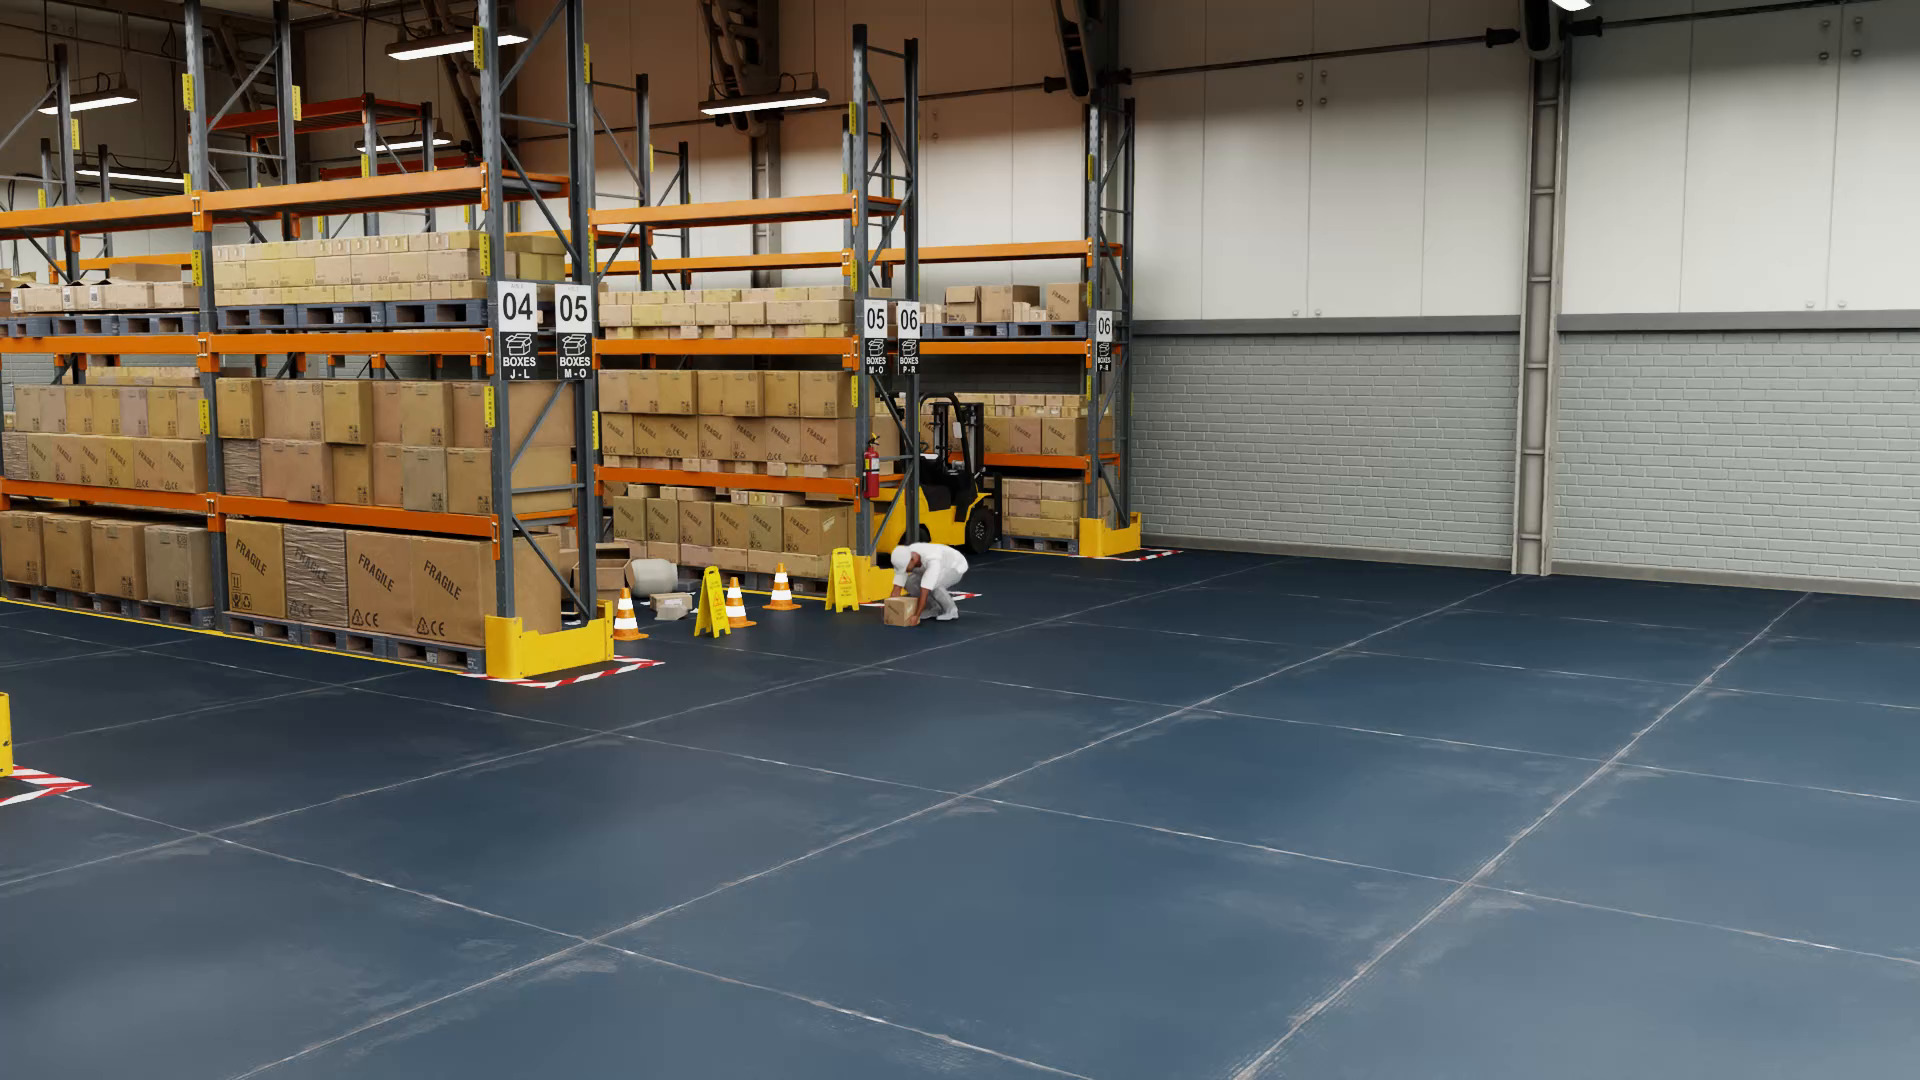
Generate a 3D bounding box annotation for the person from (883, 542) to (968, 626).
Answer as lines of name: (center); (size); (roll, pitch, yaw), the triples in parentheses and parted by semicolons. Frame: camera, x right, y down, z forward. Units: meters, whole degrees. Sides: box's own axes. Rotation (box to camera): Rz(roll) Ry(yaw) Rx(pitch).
person: (-0.326, 0.420, 16.433); (0.524, 0.804, 0.964); (6, 9, 44)
